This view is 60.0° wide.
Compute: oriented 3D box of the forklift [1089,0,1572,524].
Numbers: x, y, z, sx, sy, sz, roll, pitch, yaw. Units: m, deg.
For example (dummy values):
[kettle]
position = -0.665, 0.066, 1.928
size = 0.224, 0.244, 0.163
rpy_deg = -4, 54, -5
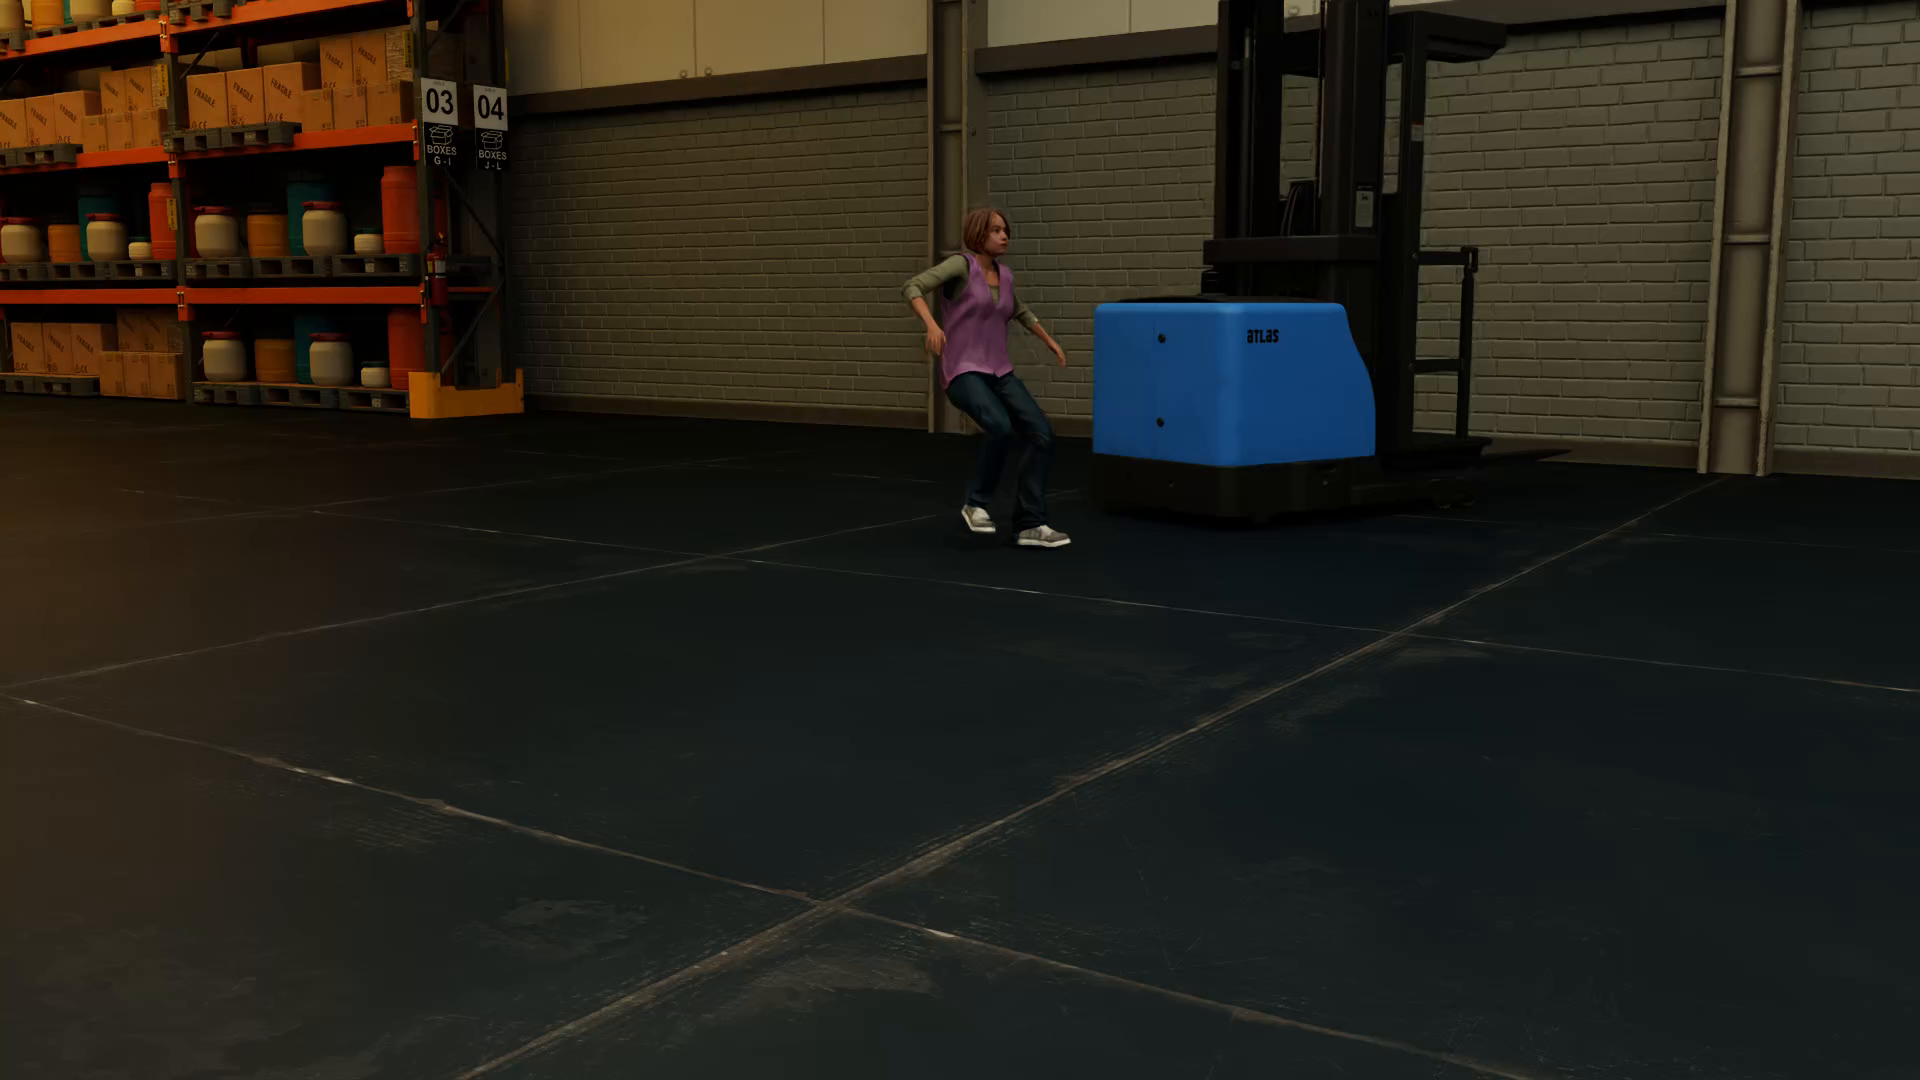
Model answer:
[forklift]
position = 2.154, -1.665, 8.900
size = 3.031, 2.935, 1.130
rpy_deg = -6, 10, -36

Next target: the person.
[person]
position = 0.198, -0.719, 7.324
size = 0.876, 1.487, 0.643
rpy_deg = -7, 11, -40
